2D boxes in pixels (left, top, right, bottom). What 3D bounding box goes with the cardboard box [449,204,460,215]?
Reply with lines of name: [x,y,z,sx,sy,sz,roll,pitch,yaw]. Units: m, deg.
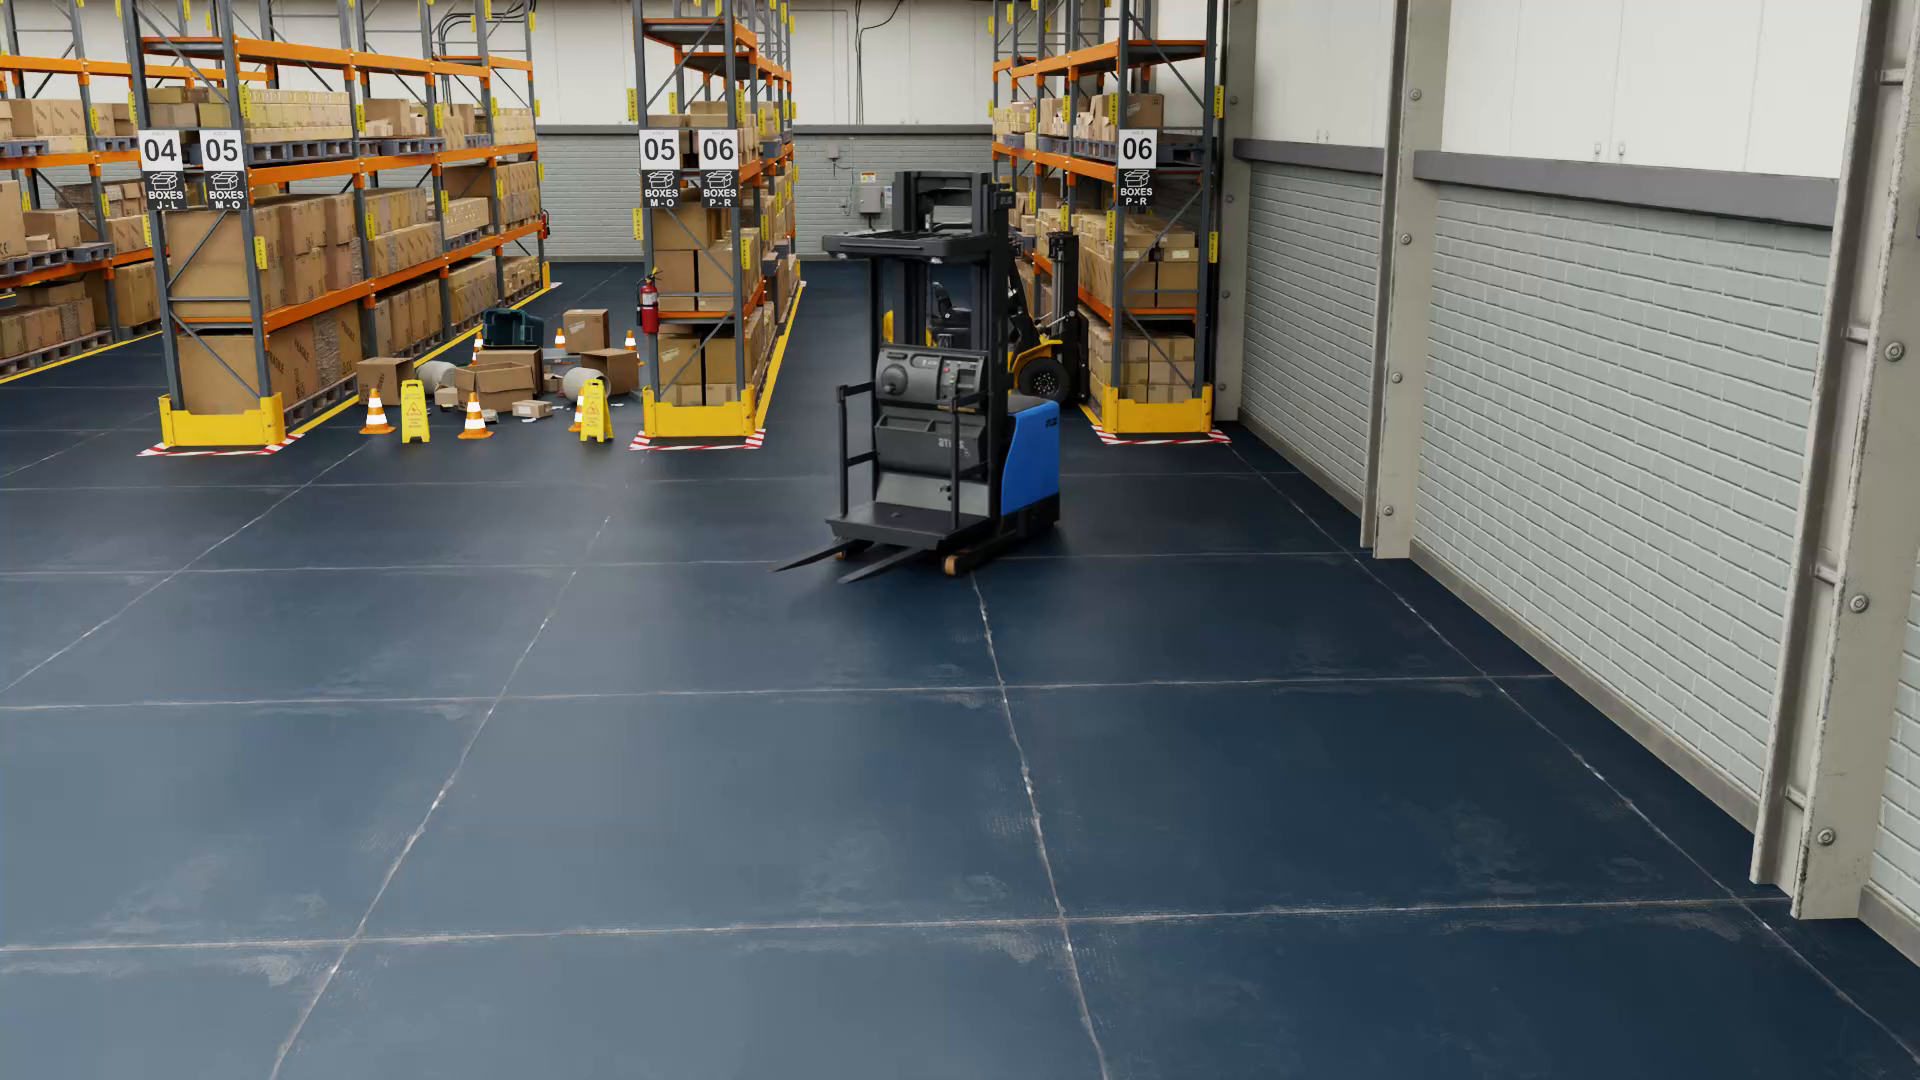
cardboard box: [-8.135,-5.225,26.283,0.380,0.149,0.250,0,14,-1]

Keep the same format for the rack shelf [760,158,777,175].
rack shelf: [-3.177,-5.185,23.083,1.077,0.370,4.000,-1,14,-3]

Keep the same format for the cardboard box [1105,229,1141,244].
cardboard box: [1.826,-3.384,18.560,0.380,0.149,0.250,-1,14,-2]

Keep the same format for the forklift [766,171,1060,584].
forklift: [-0.336,-1.274,12.594,1.130,2.935,3.031,8,17,29]

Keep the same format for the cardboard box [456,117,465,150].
cardboard box: [-8.079,-6.372,26.053,0.500,0.500,0.500,-1,14,-3]

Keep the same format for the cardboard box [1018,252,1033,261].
cardboard box: [1.226,-4.944,28.999,0.380,0.149,0.250,-2,15,-6]

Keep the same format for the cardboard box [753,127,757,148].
cardboard box: [-2.725,-4.876,20.143,0.500,0.250,0.500,-1,14,-4]

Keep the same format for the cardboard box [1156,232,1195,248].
cardboard box: [2.341,-3.260,18.076,0.380,0.149,0.250,-1,14,-5]

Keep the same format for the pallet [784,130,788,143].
pallet: [-3.589,-7.186,29.596,1.003,0.211,1.213,-1,14,-3]

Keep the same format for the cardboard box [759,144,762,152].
cardboard box: [-3.178,-5.702,23.441,0.797,0.503,0.637,-1,14,-3]

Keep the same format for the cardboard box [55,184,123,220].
cardboard box: [-13.221,-5.142,25.276,0.797,0.503,0.637,0,14,-2]

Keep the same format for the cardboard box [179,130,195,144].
cardboard box: [-8.099,-4.147,17.067,0.380,0.149,0.250,-1,14,-4]

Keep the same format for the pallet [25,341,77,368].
pallet: [-13.073,-2.578,23.121,1.003,0.211,1.213,-1,14,-3]

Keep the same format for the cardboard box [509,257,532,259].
cardboard box: [-8.487,-5.386,32.125,0.380,0.149,0.250,-1,14,-2]

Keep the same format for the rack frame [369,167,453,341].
rack frame: [-8.235,-4.477,24.906,1.000,3.000,0.127,-1,14,-3]

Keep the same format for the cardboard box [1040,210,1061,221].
cardboard box: [1.396,-4.868,24.925,0.380,0.149,0.250,-1,14,-2]

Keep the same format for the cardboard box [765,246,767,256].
cardboard box: [-2.779,-3.870,22.208,0.380,0.149,0.250,-1,14,-2]

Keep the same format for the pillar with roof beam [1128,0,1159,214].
pillar with roof beam: [-1.664,-7.184,23.390,9.100,9.000,0.400,-1,14,-3]

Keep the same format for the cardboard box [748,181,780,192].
cardboard box: [-3.145,-5.489,26.635,0.500,0.500,0.500,0,14,-2]

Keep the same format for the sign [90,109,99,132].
sign: [-12.650,-6.136,24.298,0.100,0.325,0.005,-1,14,-3]

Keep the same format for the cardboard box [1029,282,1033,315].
cardboard box: [1.391,-3.875,26.741,0.500,0.500,0.500,-1,14,-4]

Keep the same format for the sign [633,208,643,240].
sign: [-3.361,-3.299,17.370,0.100,0.325,0.005,-1,14,-3]

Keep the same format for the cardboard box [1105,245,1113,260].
cardboard box: [1.802,-3.174,18.339,0.380,0.149,0.250,-1,14,-3]

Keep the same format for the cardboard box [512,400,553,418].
cardboard box: [-4.903,-1.503,19.068,0.380,0.149,0.250,7,16,26]

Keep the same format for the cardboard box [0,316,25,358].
cardboard box: [-12.972,-2.705,22.153,0.700,0.500,0.500,-1,14,-4]

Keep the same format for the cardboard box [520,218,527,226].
cardboard box: [-8.394,-6.014,31.386,0.380,0.149,0.250,-2,15,-6]

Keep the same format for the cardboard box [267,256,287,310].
cardboard box: [-7.864,-2.788,18.041,0.875,0.550,0.550,-1,14,-3]

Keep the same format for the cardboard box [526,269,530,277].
cardboard box: [-8.335,-5.048,31.409,0.380,0.149,0.250,-1,14,-3]

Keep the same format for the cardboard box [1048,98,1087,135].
cardboard box: [1.517,-5.972,23.452,0.500,0.500,0.500,-1,14,-2]

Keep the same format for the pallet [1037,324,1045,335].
pallet: [1.665,-3.100,25.151,1.003,0.211,1.213,-1,14,-3]

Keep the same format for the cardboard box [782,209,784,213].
cardboard box: [-3.203,-5.384,27.729,0.500,0.250,0.500,-1,14,-2]

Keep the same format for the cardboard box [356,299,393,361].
cardboard box: [-8.116,-2.749,21.862,1.050,0.750,0.750,-1,14,-4]

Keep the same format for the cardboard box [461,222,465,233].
cardboard box: [-8.146,-5.003,26.611,0.380,0.149,0.250,-1,14,-3]

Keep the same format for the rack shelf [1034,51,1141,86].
rack shelf: [1.777,-6.522,23.061,1.077,0.370,4.000,-1,14,-3]

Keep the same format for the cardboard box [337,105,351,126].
cardboard box: [-7.701,-5.139,20.122,0.500,0.250,0.500,-1,14,-4]

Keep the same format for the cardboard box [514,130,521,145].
cardboard box: [-8.330,-7.355,30.374,0.500,0.250,0.500,0,14,-1]

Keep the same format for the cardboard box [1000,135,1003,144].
cardboard box: [0.943,-7.511,31.182,0.380,0.149,0.250,-1,14,-3]

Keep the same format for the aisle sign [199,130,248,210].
aisle sign: [-7.436,-3.733,16.799,0.394,0.787,0.004,-1,14,-3]

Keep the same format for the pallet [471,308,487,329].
pallet: [-8.355,-3.623,27.185,1.003,0.211,1.213,-1,14,-3]

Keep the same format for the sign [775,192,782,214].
sign: [-2.760,-5.111,25.208,0.100,0.325,0.005,-1,14,-3]

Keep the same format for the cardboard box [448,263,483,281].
cardboard box: [-8.119,-4.387,27.225,0.500,0.250,0.500,-2,15,-6]

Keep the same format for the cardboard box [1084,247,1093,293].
cardboard box: [1.759,-3.214,19.799,0.500,0.500,0.500,-1,14,-3]

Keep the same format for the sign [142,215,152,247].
sign: [-8.282,-3.158,16.980,0.100,0.325,0.005,-1,14,-3]

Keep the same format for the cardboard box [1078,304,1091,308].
cardboard box: [1.617,-2.892,21.415,0.500,0.250,0.500,-1,14,-4]

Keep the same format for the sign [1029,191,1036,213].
sign: [1.112,-5.167,25.426,0.100,0.325,0.005,-1,14,-3]

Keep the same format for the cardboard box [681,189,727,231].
cardboard box: [-3.233,-4.020,20.327,0.700,0.500,0.500,-1,14,-3]

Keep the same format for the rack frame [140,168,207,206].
rack frame: [-13.440,-5.420,28.572,1.000,3.000,0.127,-1,14,-3]

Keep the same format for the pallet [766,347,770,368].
pallet: [-3.103,-2.427,22.534,1.003,0.211,1.213,-1,14,-3]

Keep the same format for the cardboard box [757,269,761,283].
cardboard box: [-2.707,-3.325,20.932,0.380,0.149,0.250,-1,14,-2]

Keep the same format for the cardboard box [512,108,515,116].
cardboard box: [-8.344,-7.820,30.379,0.380,0.149,0.250,-1,14,-5]

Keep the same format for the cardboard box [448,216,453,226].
cardboard box: [-8.104,-4.960,25.847,0.380,0.149,0.250,-1,14,-5]

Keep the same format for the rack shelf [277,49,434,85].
rack shelf: [-8.112,-6.343,22.365,1.077,0.370,4.000,-1,14,-3]

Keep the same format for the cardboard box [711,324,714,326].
cardboard box: [-3.211,-2.406,20.026,0.500,0.500,0.500,0,14,-1]

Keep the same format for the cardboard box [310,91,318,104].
cardboard box: [-7.569,-5.051,18.978,0.380,0.149,0.250,-1,14,-4]
